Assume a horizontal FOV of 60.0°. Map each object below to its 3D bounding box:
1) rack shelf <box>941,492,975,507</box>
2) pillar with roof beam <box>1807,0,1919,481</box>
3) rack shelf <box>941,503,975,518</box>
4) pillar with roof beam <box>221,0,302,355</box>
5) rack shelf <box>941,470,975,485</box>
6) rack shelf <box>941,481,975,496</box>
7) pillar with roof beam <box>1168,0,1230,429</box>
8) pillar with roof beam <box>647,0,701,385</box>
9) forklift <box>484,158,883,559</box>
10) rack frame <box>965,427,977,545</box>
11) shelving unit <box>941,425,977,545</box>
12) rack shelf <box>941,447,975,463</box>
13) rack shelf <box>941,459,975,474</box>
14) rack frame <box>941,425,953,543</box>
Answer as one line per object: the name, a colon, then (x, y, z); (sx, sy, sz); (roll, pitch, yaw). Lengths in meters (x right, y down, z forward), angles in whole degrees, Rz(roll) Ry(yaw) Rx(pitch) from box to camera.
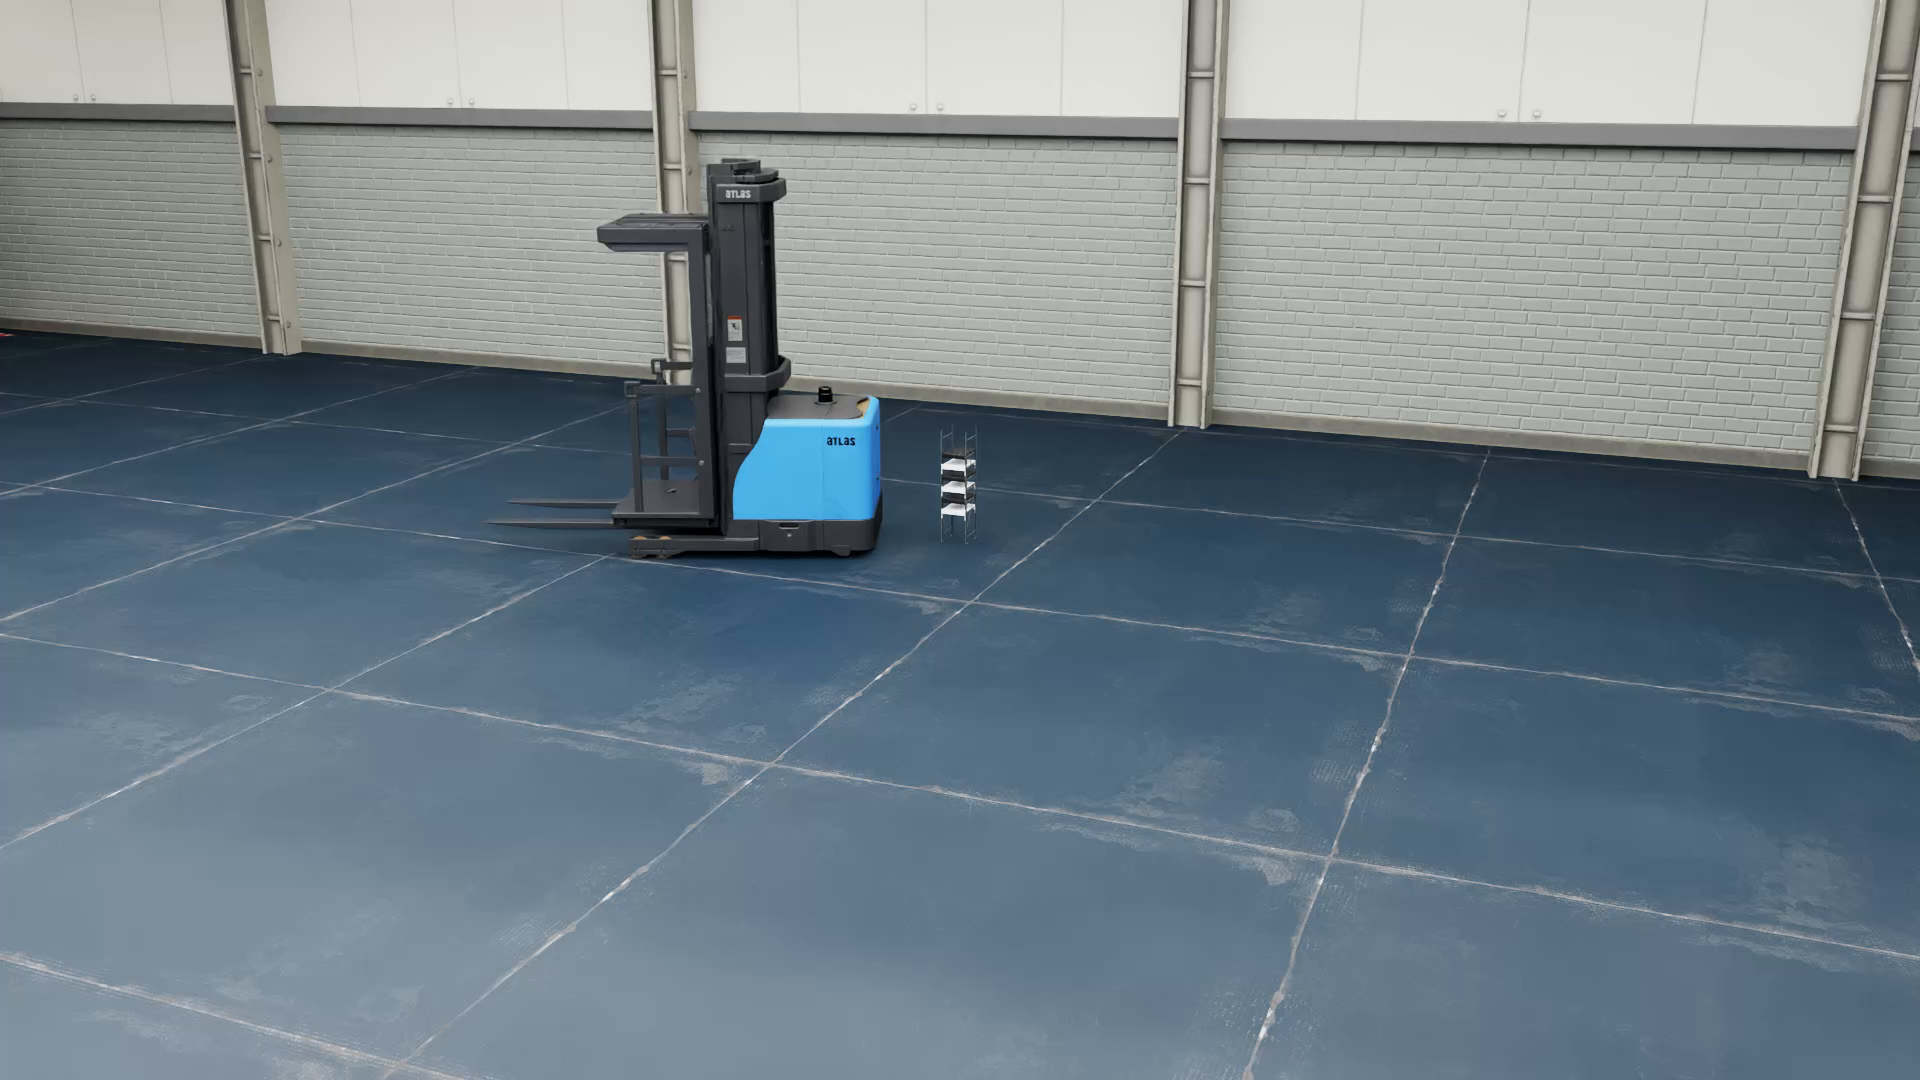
rack shelf: (-0.008, -0.315, 13.085); (0.200, 0.077, 0.258); (6, 17, 21)
pillar with roof beam: (6.397, -3.795, 10.105); (0.400, 9.000, 9.100); (6, 17, 21)
rack shelf: (-0.008, -0.228, 13.111); (0.200, 0.077, 0.258); (6, 17, 21)
pillar with roof beam: (-10.348, -5.636, 16.448); (0.400, 9.000, 9.100); (6, 17, 21)
rack shelf: (-0.008, -0.487, 13.035); (0.200, 0.077, 0.258); (6, 17, 21)
rack shelf: (-0.008, -0.401, 13.060); (0.200, 0.077, 0.258); (6, 17, 21)
pillar with roof beam: (0.815, -4.409, 12.220); (0.400, 9.000, 9.100); (6, 17, 21)
pillar with roof beam: (-4.766, -5.023, 14.334); (0.400, 9.000, 9.100); (6, 17, 21)
forklift: (-2.155, -1.413, 12.784); (3.031, 2.935, 1.130); (0, 16, 1)
rack frame: (0.087, -0.423, 13.015); (0.006, 0.900, 0.240); (6, 17, 21)
shelving unit: (-0.008, -0.433, 13.051); (0.210, 0.900, 0.258); (6, 17, 21)
rack shelf: (-0.008, -0.660, 12.985); (0.200, 0.077, 0.258); (6, 17, 21)
rack shelf: (-0.008, -0.574, 13.010); (0.200, 0.077, 0.258); (6, 17, 21)
rack frame: (-0.102, -0.443, 13.087); (0.006, 0.900, 0.240); (6, 17, 21)
